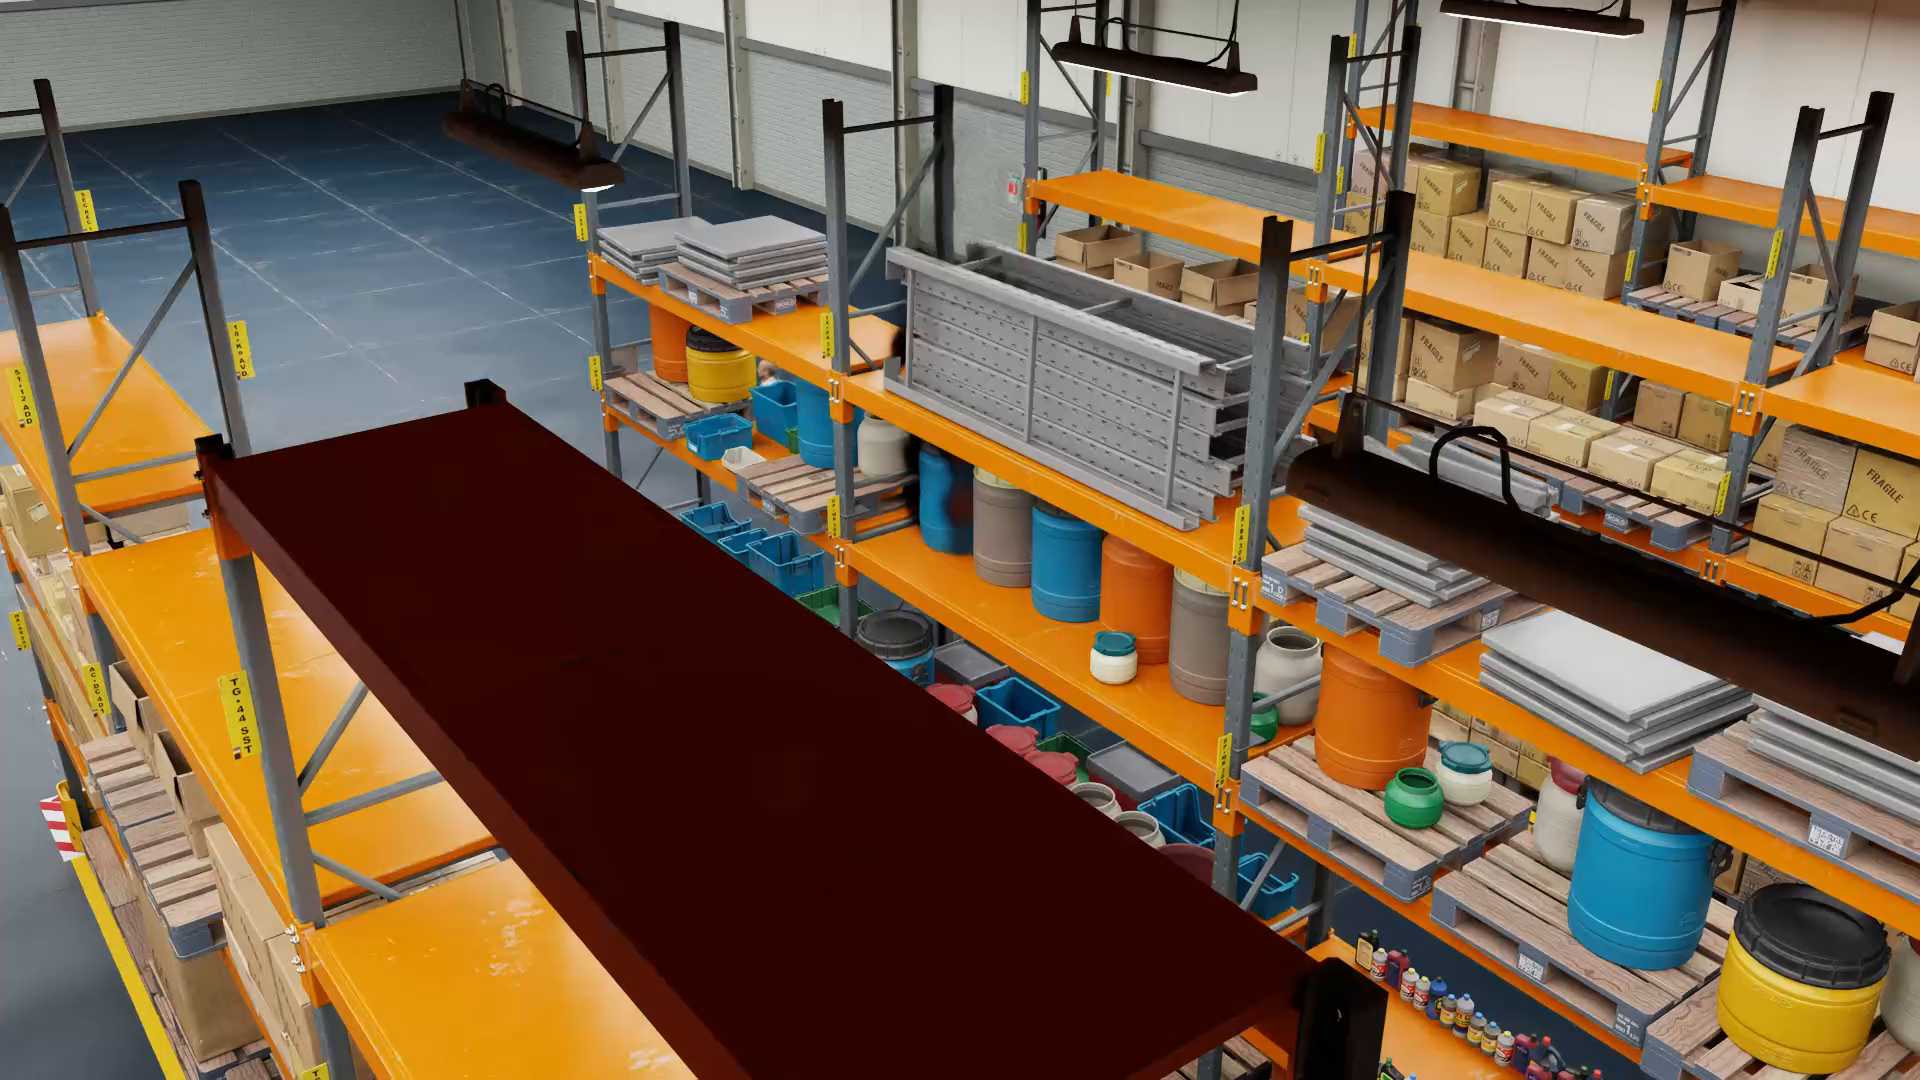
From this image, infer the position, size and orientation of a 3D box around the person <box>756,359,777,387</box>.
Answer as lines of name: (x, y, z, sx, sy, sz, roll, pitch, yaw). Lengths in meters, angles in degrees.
person: (-2.280, -1.274, 19.691, 0.789, 1.796, 0.718, 0, 25, -1)
